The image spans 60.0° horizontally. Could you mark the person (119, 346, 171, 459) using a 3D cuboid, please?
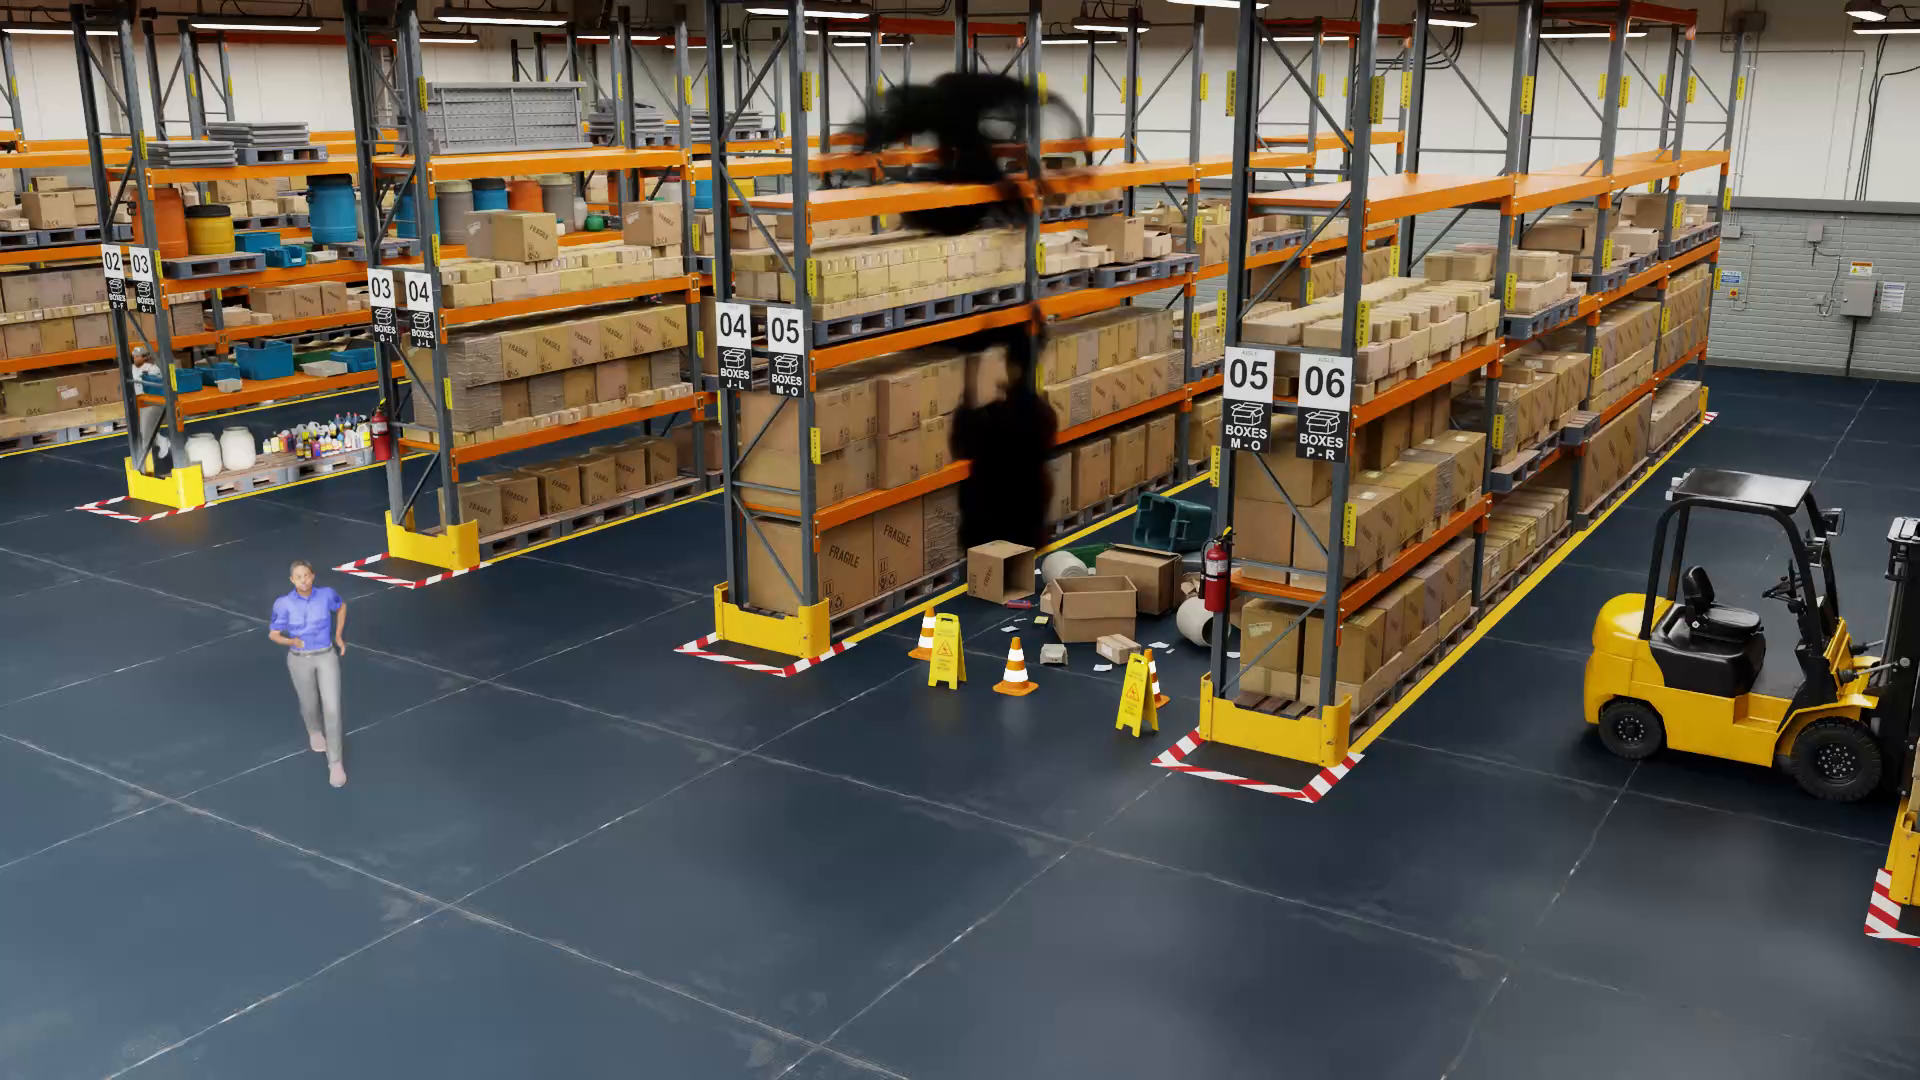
[{"bbox_3d":[-11.024,-1.795,22.490,0.609,1.647,0.919,4,16,16],"label":"person"}]

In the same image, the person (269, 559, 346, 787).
[{"bbox_3d":[-4.933,0.959,12.679,0.570,1.701,0.862,-6,17,-22],"label":"person"}]

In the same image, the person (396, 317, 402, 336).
[{"bbox_3d":[-10.741,-4.226,31.426,0.510,1.607,0.676,7,17,24],"label":"person"}]

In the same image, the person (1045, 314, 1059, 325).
[{"bbox_3d":[1.358,-2.721,25.859,0.580,1.714,0.695,7,17,23],"label":"person"}]
